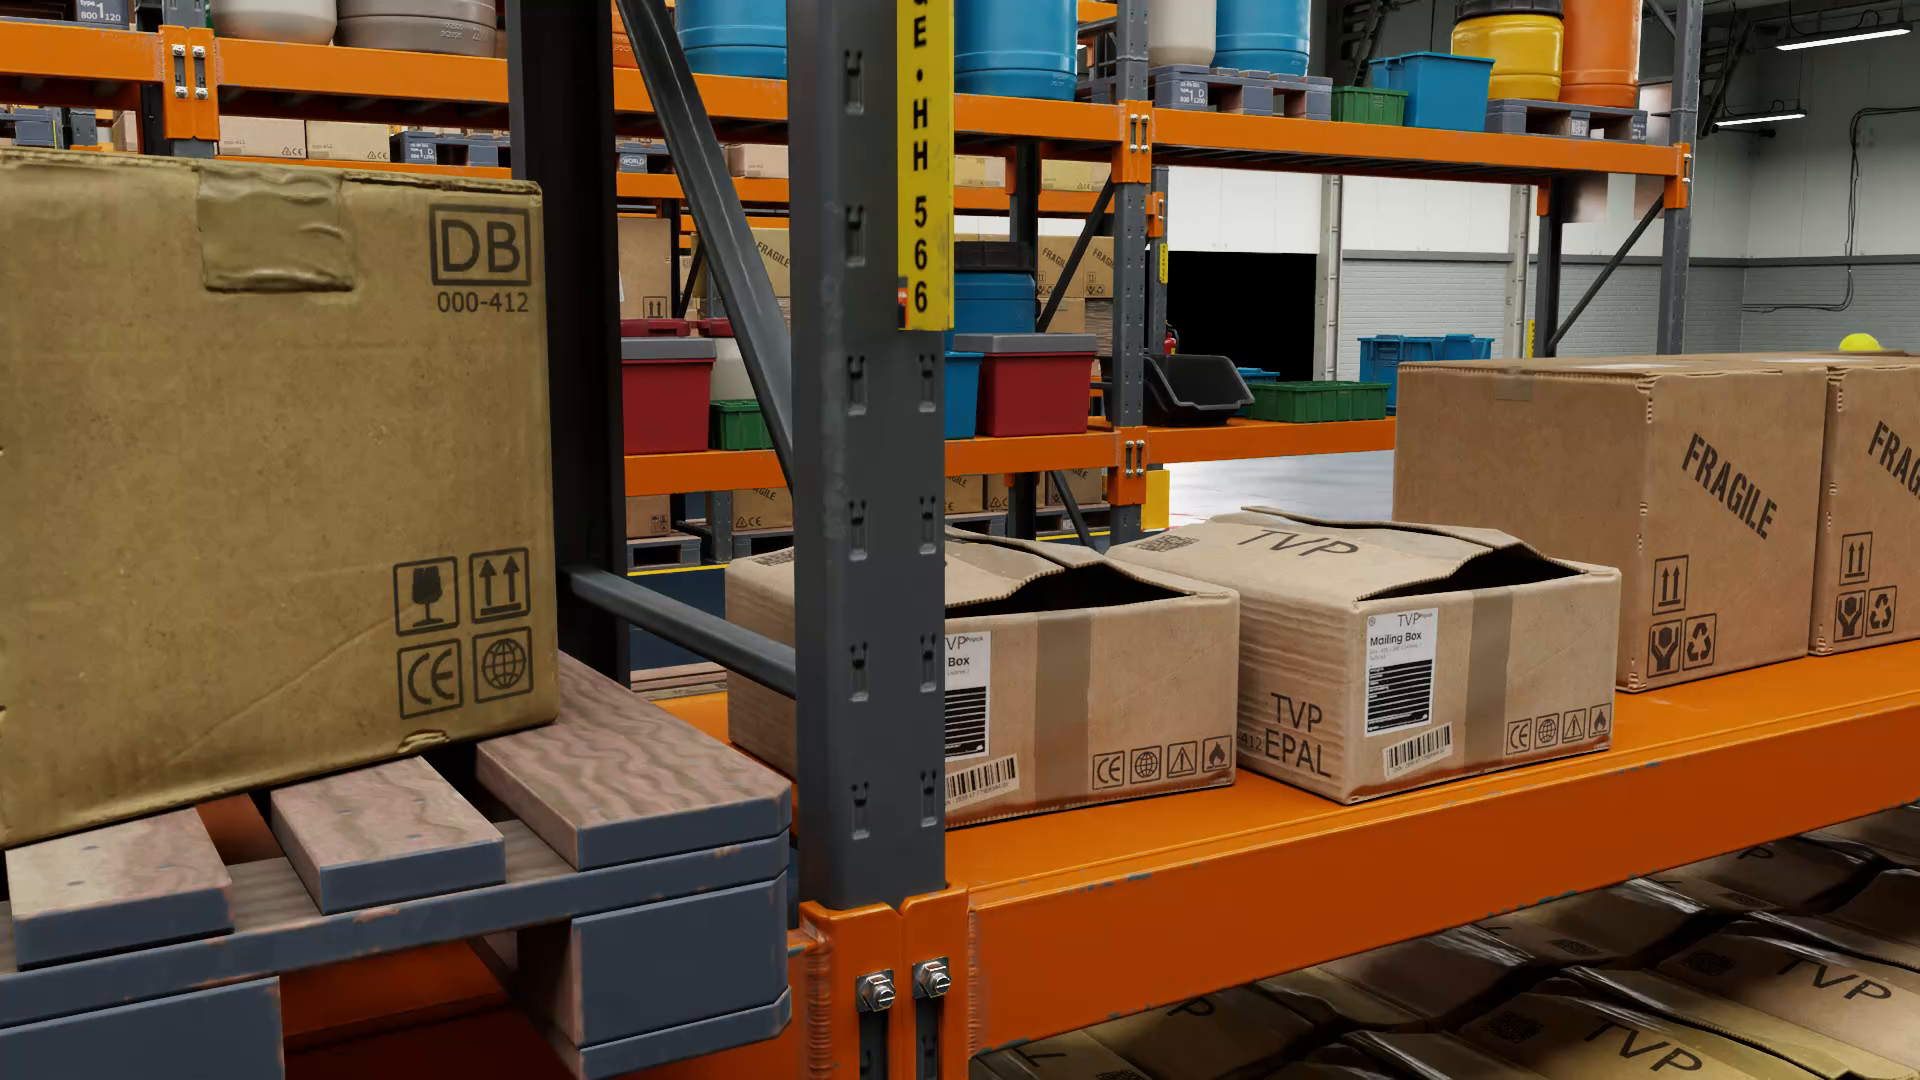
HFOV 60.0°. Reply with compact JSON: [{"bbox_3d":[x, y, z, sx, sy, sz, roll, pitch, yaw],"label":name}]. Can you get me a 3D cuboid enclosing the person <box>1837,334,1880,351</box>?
[{"bbox_3d":[5.445,-0.385,10.078,0.602,1.715,0.958,0,8,0],"label":"person"}]
